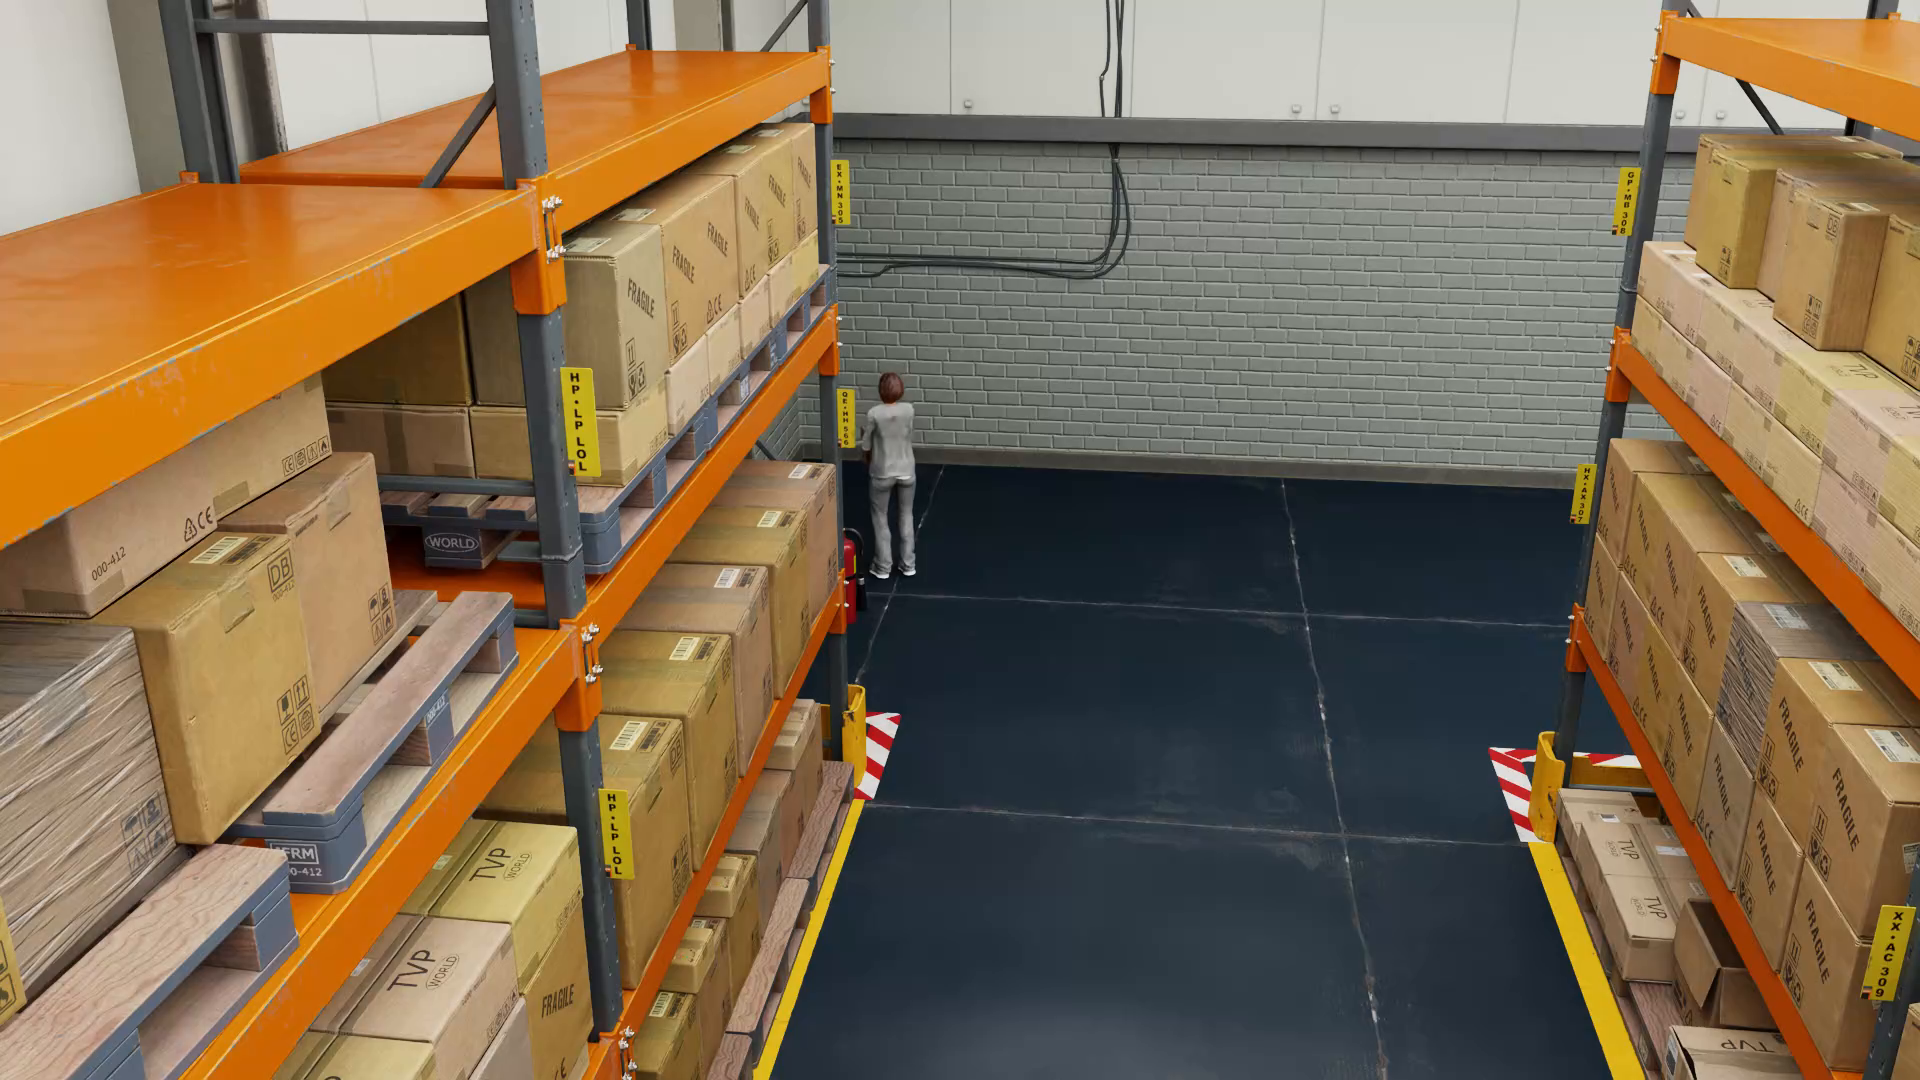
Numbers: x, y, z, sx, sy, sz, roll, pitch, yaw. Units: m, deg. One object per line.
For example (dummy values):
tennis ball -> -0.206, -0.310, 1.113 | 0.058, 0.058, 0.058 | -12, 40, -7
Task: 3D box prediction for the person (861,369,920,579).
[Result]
person -> -0.514, -0.489, 12.330 | 0.446, 1.601, 0.359 | -8, 23, -19
